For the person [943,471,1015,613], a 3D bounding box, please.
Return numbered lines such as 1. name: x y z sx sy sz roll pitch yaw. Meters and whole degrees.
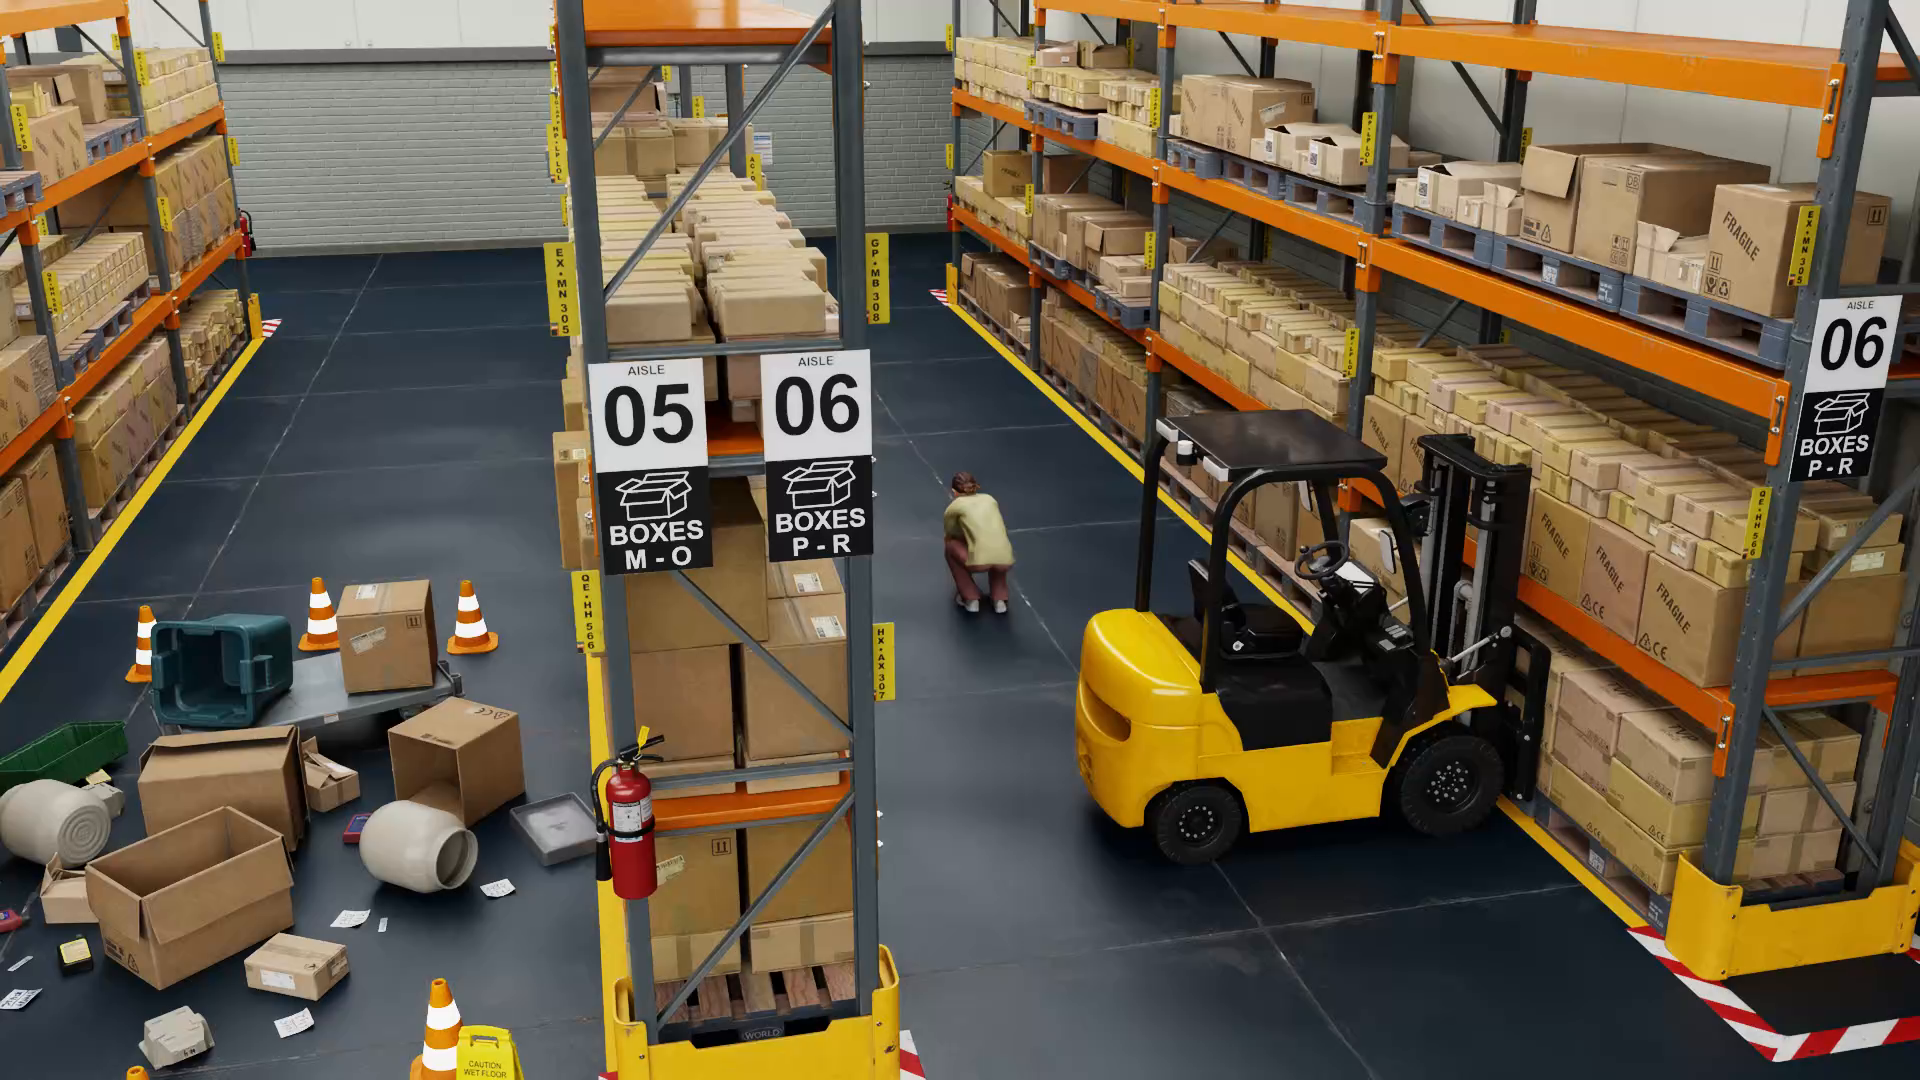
1. person: 0.123 0.012 12.146 0.465 0.939 0.817 -5 20 -14
